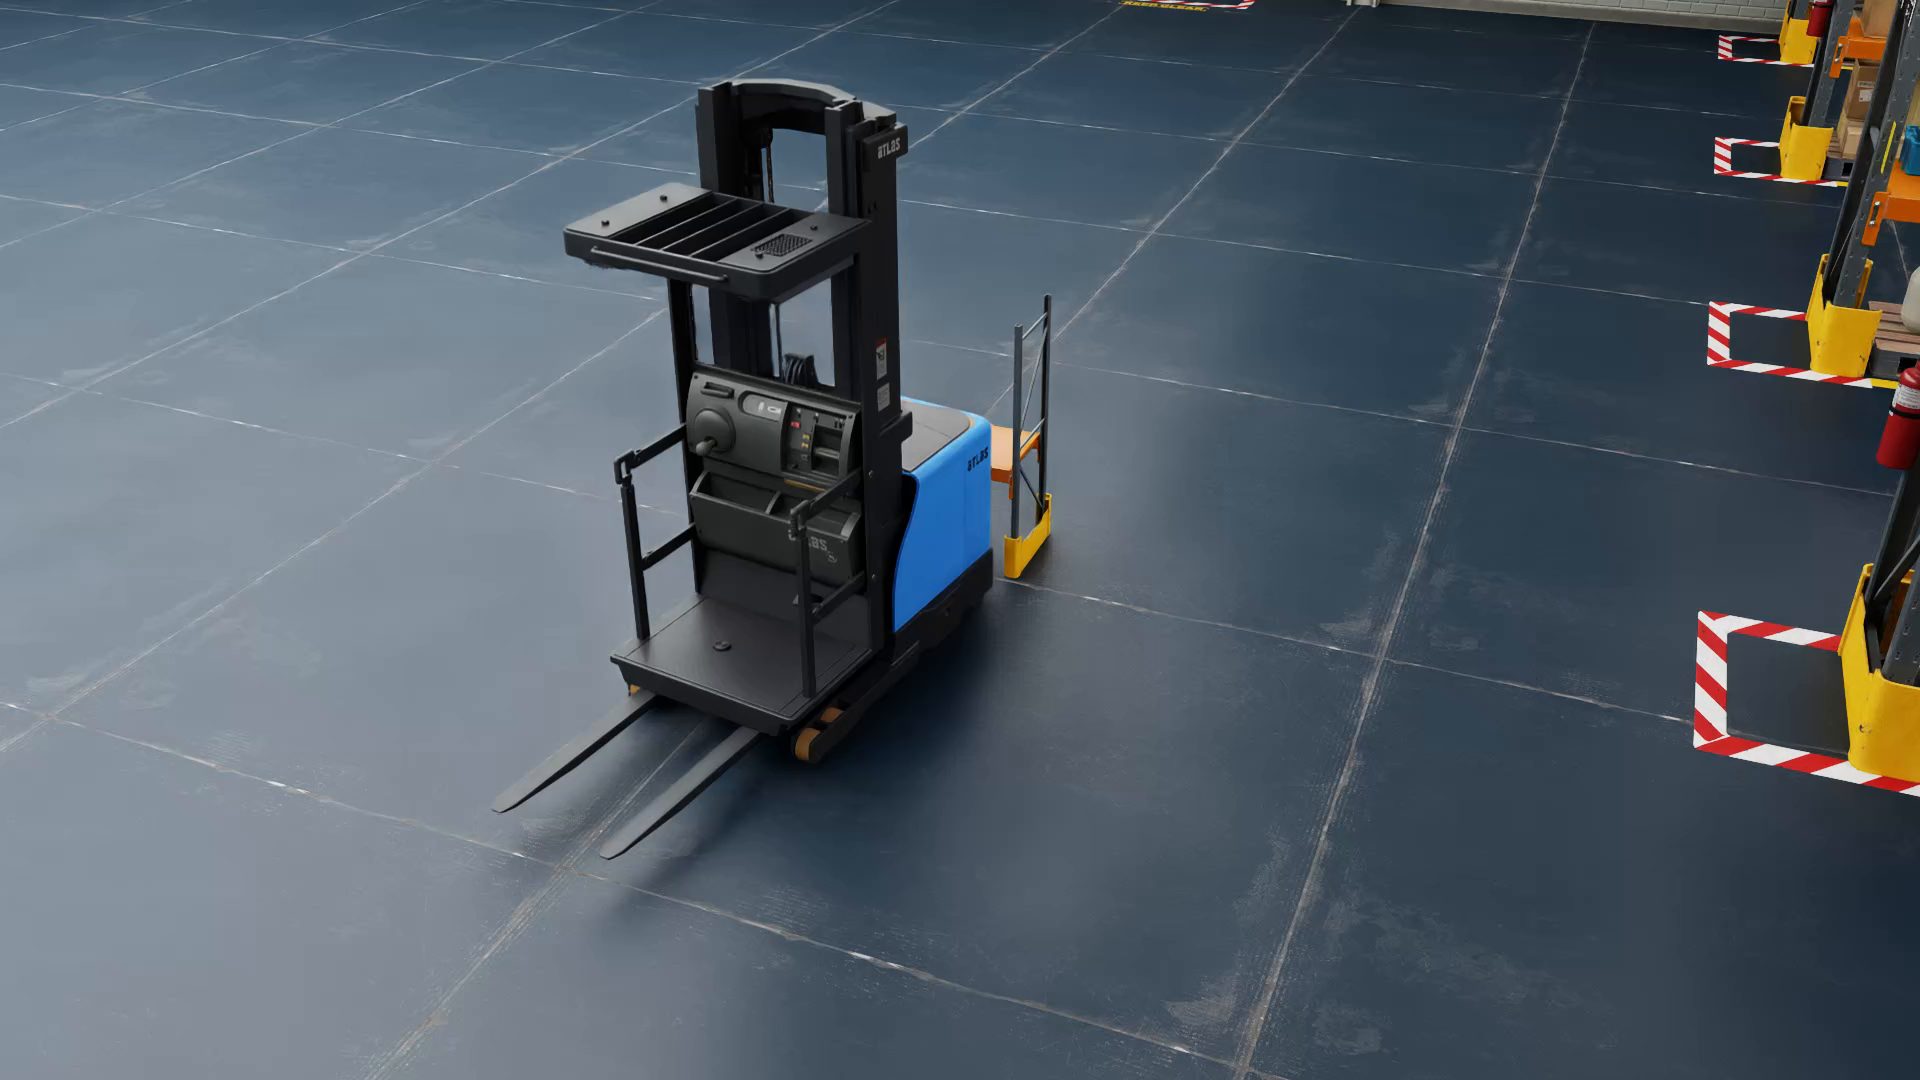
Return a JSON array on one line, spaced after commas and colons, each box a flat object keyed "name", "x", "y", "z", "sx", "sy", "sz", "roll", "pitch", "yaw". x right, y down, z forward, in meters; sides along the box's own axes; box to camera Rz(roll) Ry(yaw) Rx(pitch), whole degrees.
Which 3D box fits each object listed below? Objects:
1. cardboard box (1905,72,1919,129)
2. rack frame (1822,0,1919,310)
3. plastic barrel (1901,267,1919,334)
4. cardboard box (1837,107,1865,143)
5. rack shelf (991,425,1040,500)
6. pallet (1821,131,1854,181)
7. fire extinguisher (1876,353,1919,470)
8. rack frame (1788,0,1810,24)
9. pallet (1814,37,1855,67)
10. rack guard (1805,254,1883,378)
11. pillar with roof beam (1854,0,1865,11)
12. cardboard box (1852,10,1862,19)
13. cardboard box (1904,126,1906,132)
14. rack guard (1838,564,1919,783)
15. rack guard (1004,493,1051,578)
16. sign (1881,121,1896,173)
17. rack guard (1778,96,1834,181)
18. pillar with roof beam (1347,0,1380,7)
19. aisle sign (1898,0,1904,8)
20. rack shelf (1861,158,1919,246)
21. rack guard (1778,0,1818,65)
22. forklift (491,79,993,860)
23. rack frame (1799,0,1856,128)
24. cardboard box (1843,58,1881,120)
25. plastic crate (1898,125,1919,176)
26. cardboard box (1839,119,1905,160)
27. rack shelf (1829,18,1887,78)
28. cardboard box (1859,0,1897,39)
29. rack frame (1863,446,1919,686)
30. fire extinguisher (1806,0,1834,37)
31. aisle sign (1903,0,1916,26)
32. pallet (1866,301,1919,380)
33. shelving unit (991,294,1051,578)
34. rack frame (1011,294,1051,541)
[{"name": "cardboard box", "x": 9.109, "y": -4.011, "z": 15.403, "sx": 0.500, "sy": 0.500, "sz": 0.500, "roll": 11, "pitch": 31, "yaw": 19}, {"name": "rack frame", "x": 6.366, "y": -2.733, "z": 11.537, "sx": 0.127, "sy": 3.000, "sz": 1.000, "roll": 11, "pitch": 31, "yaw": 19}, {"name": "plastic barrel", "x": 7.005, "y": -1.746, "z": 11.892, "sx": 0.421, "sy": 0.512, "sz": 0.421, "roll": 0, "pitch": 29, "yaw": 0}, {"name": "cardboard box", "x": 8.840, "y": -4.012, "z": 16.167, "sx": 0.500, "sy": 0.250, "sz": 0.500, "roll": 11, "pitch": 31, "yaw": 19}, {"name": "rack shelf", "x": -0.079, "y": -0.512, "z": 9.497, "sx": 1.000, "sy": 0.185, "sz": 0.538, "roll": 11, "pitch": 31, "yaw": 19}, {"name": "pallet", "x": 8.956, "y": -3.654, "z": 16.001, "sx": 1.213, "sy": 0.211, "sz": 1.003, "roll": 11, "pitch": 31, "yaw": 19}, {"name": "fire extinguisher", "x": 4.571, "y": -0.672, "z": 7.969, "sx": 0.183, "sy": 0.674, "sz": 0.296, "roll": 11, "pitch": 31, "yaw": 19}, {"name": "rack frame", "x": 10.091, "y": -7.250, "z": 19.529, "sx": 0.127, "sy": 3.000, "sz": 1.000, "roll": 11, "pitch": 31, "yaw": 19}, {"name": "pallet", "x": 10.901, "y": -5.856, "z": 19.895, "sx": 1.213, "sy": 0.211, "sz": 1.003, "roll": 11, "pitch": 31, "yaw": 19}, {"name": "rack guard", "x": 6.454, "y": -1.652, "z": 12.165, "sx": 0.348, "sy": 0.500, "sz": 1.175, "roll": 11, "pitch": 31, "yaw": 19}, {"name": "pillar with roof beam", "x": 9.446, "y": -8.164, "z": 15.048, "sx": 0.400, "sy": 9.000, "sz": 9.100, "roll": 11, "pitch": 31, "yaw": 19}, {"name": "cardboard box", "x": 10.698, "y": -6.102, "z": 19.783, "sx": 0.500, "sy": 0.311, "sz": 0.500, "roll": 8, "pitch": 30, "yaw": 13}, {"name": "cardboard box", "x": 9.110, "y": -3.685, "z": 15.589, "sx": 0.500, "sy": 0.250, "sz": 0.500, "roll": 11, "pitch": 31, "yaw": 19}, {"name": "rack guard", "x": 4.574, "y": 0.628, "z": 8.131, "sx": 0.348, "sy": 0.500, "sz": 1.175, "roll": 11, "pitch": 31, "yaw": 19}, {"name": "rack guard", "x": 0.391, "y": -0.031, "z": 9.550, "sx": 0.087, "sy": 0.250, "sz": 0.587, "roll": 11, "pitch": 31, "yaw": 19}, {"name": "sign", "x": 6.155, "y": -2.603, "z": 11.026, "sx": 0.005, "sy": 0.325, "sz": 0.100, "roll": 11, "pitch": 31, "yaw": 19}, {"name": "rack guard", "x": 8.210, "y": -3.907, "z": 16.154, "sx": 0.348, "sy": 0.500, "sz": 1.175, "roll": 11, "pitch": 31, "yaw": 19}, {"name": "pillar with roof beam", "x": 3.886, "y": -9.274, "z": 17.012, "sx": 0.400, "sy": 9.000, "sz": 9.100, "roll": 11, "pitch": 31, "yaw": 19}, {"name": "aisle sign", "x": 6.411, "y": -4.013, "z": 11.160, "sx": 0.004, "sy": 0.787, "sz": 0.394, "roll": 11, "pitch": 31, "yaw": 19}, {"name": "rack shelf", "x": 8.219, "y": -2.050, "z": 11.059, "sx": 4.000, "sy": 0.370, "sz": 1.077, "roll": 11, "pitch": 31, "yaw": 19}, {"name": "rack guard", "x": 10.161, "y": -6.148, "z": 20.119, "sx": 0.348, "sy": 0.500, "sz": 1.175, "roll": 11, "pitch": 31, "yaw": 19}, {"name": "forklift", "x": -0.994, "y": -0.476, "z": 7.613, "sx": 1.130, "sy": 2.935, "sz": 3.031, "roll": 16, "pitch": 33, "yaw": 26}, {"name": "rack frame", "x": 8.232, "y": -4.991, "z": 15.531, "sx": 0.127, "sy": 3.000, "sz": 1.000, "roll": 11, "pitch": 31, "yaw": 19}, {"name": "cardboard box", "x": 8.841, "y": -4.339, "z": 15.985, "sx": 0.500, "sy": 0.500, "sz": 0.500, "roll": 11, "pitch": 31, "yaw": 19}, {"name": "plastic crate", "x": 6.942, "y": -2.712, "z": 11.651, "sx": 0.616, "sy": 0.251, "sz": 0.499, "roll": 11, "pitch": 31, "yaw": 19}, {"name": "cardboard box", "x": 8.645, "y": -3.776, "z": 15.750, "sx": 0.500, "sy": 0.250, "sz": 0.500, "roll": 11, "pitch": 31, "yaw": 19}, {"name": "rack shelf", "x": 10.085, "y": -4.308, "z": 15.054, "sx": 4.000, "sy": 0.370, "sz": 1.077, "roll": 11, "pitch": 31, "yaw": 19}, {"name": "cardboard box", "x": 8.660, "y": -4.942, "z": 15.344, "sx": 0.500, "sy": 0.500, "sz": 0.700, "roll": 11, "pitch": 31, "yaw": 19}, {"name": "rack frame", "x": 4.504, "y": -0.475, "z": 7.541, "sx": 0.127, "sy": 3.000, "sz": 1.000, "roll": 11, "pitch": 31, "yaw": 19}, {"name": "fire extinguisher", "x": 8.297, "y": -5.191, "z": 15.964, "sx": 0.183, "sy": 0.674, "sz": 0.296, "roll": 11, "pitch": 31, "yaw": 19}, {"name": "aisle sign", "x": 6.189, "y": -3.744, "z": 10.684, "sx": 0.004, "sy": 0.787, "sz": 0.394, "roll": 11, "pitch": 31, "yaw": 19}, {"name": "pallet", "x": 7.205, "y": -1.374, "z": 11.966, "sx": 1.213, "sy": 0.211, "sz": 1.003, "roll": 11, "pitch": 31, "yaw": 19}, {"name": "shelving unit", "x": -0.071, "y": -0.667, "z": 9.406, "sx": 1.083, "sy": 1.500, "sz": 0.587, "roll": 11, "pitch": 31, "yaw": 19}, {"name": "rack frame", "x": 0.392, "y": -0.575, "z": 9.242, "sx": 0.032, "sy": 1.500, "sz": 0.500, "roll": 11, "pitch": 31, "yaw": 19}]
